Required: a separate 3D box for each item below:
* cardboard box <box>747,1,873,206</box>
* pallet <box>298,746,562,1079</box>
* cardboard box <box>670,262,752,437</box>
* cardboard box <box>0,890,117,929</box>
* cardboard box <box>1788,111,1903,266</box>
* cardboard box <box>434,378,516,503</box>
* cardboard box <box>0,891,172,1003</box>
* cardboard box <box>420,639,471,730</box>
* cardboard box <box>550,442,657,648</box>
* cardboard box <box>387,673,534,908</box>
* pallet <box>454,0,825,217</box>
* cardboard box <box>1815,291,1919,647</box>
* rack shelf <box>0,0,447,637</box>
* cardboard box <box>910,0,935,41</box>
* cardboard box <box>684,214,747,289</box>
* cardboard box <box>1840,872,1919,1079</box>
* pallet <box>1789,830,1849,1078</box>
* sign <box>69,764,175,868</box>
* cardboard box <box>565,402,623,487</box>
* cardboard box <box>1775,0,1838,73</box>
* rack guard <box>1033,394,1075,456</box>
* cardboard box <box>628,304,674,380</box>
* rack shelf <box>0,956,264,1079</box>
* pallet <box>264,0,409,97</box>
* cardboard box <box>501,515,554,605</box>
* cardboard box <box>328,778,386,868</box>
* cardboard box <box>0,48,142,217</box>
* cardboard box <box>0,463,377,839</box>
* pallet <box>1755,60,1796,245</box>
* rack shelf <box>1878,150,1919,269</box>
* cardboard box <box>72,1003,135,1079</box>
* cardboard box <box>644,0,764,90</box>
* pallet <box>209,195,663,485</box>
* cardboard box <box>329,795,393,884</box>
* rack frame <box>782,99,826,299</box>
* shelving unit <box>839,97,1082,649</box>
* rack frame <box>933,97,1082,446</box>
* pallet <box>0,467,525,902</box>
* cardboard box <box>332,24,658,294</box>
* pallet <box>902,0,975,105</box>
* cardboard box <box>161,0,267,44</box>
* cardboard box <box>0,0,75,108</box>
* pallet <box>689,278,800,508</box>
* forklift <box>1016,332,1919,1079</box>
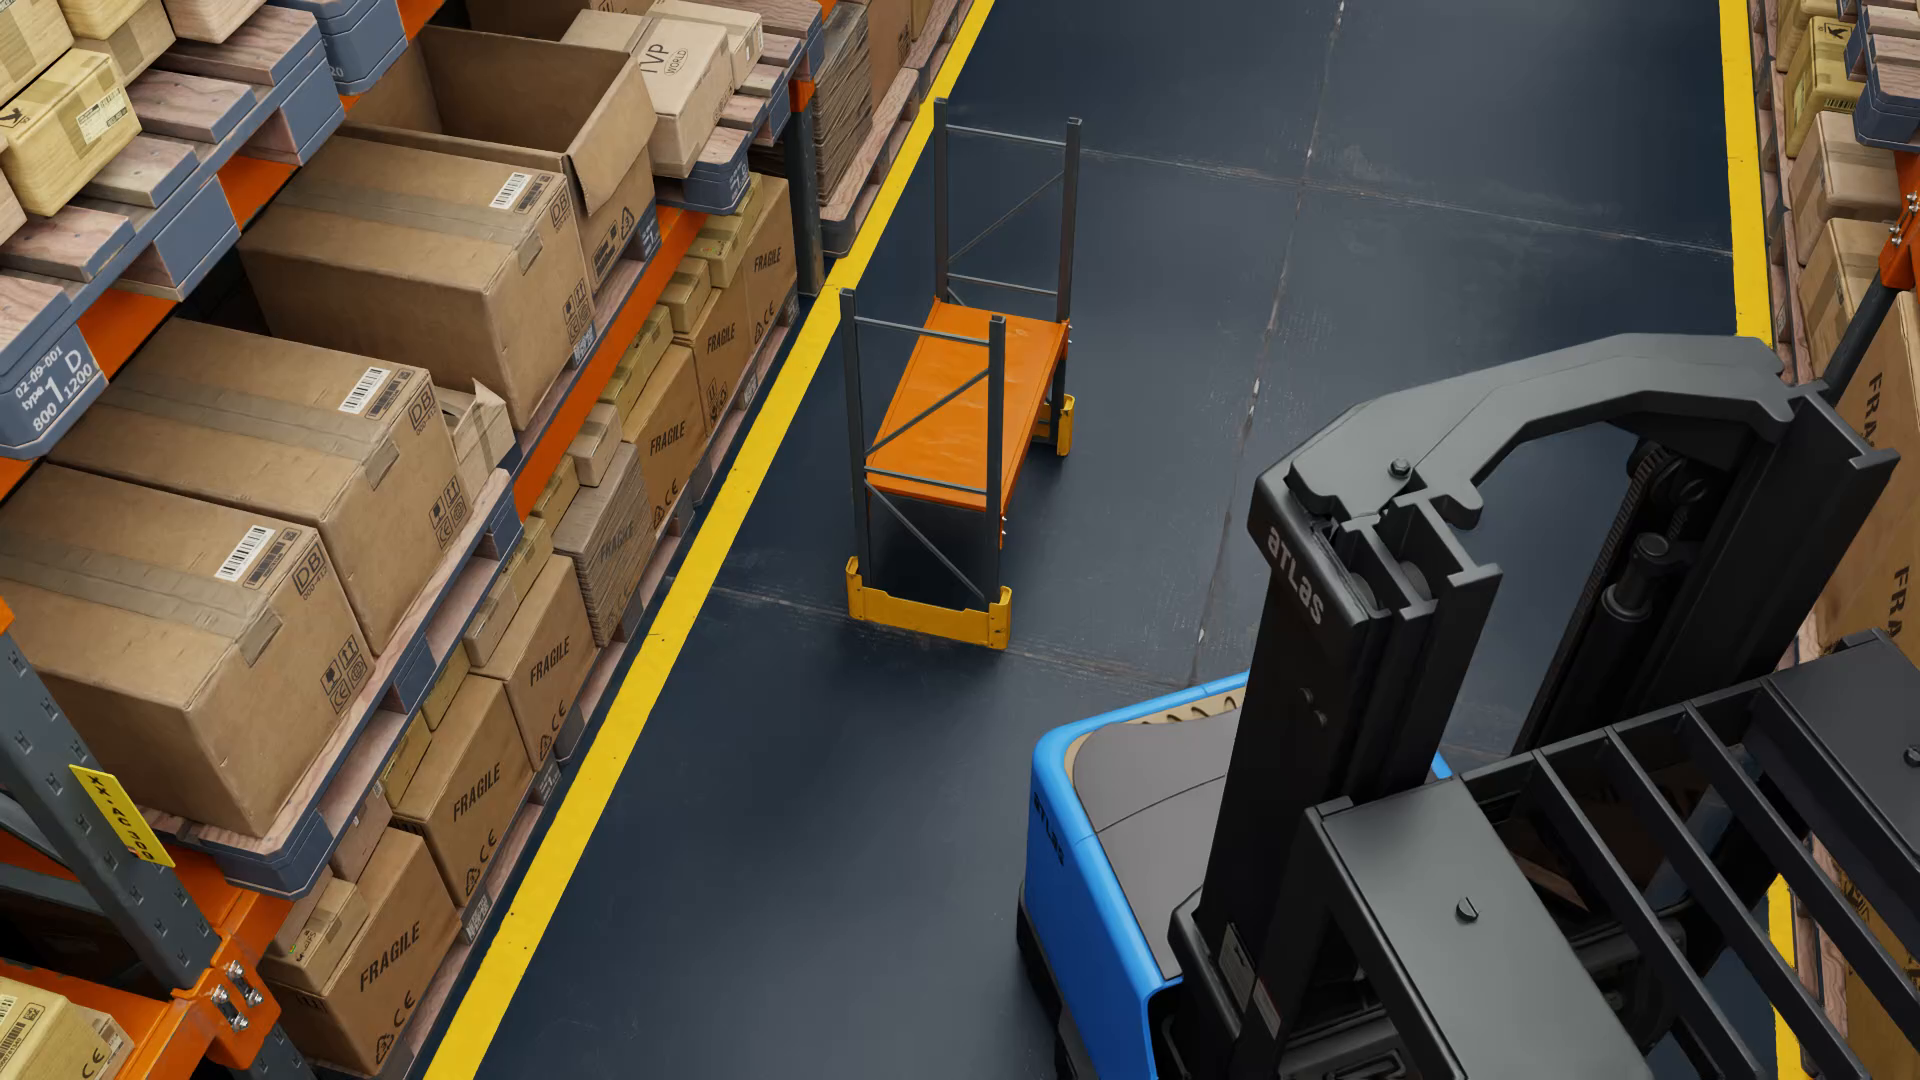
[{"bbox_3d":[-0.907,-1.976,7.297,0.875,0.625,0.625,13,50,11],"label":"cardboard box"},{"bbox_3d":[-1.959,1.046,5.186,1.003,0.211,1.213,12,50,10],"label":"pallet"},{"bbox_3d":[-1.130,-0.778,6.323,0.500,0.500,0.500,11,49,9],"label":"cardboard box"},{"bbox_3d":[-2.318,0.870,4.436,0.380,0.149,0.250,10,49,9],"label":"cardboard box"},{"bbox_3d":[4.050,-1.409,6.965,0.950,0.372,0.625,11,49,9],"label":"cardboard box"},{"bbox_3d":[-1.401,-0.305,4.328,0.396,0.266,0.258,14,50,12],"label":"cardboard box"},{"bbox_3d":[-2.293,0.994,4.759,0.500,0.500,0.500,11,50,10],"label":"cardboard box"},{"bbox_3d":[-1.672,0.381,4.867,0.380,0.149,0.250,11,49,9],"label":"cardboard box"},{"bbox_3d":[-1.384,-0.019,5.654,0.500,0.500,0.500,10,49,9],"label":"cardboard box"},{"bbox_3d":[-1.662,0.715,5.006,0.500,0.500,0.500,11,49,10],"label":"cardboard box"},{"bbox_3d":[-1.195,-1.607,5.795,1.213,0.211,1.003,12,50,10],"label":"pallet"},{"bbox_3d":[3.444,-0.150,5.519,0.875,0.875,0.875,11,50,10],"label":"cardboard box"},{"bbox_3d":[-1.611,-1.482,4.037,1.077,0.370,4.000,12,50,10],"label":"rack shelf"},{"bbox_3d":[-0.565,-2.937,8.145,0.875,0.625,0.625,10,49,8],"label":"cardboard box"},{"bbox_3d":[-1.012,-1.090,6.166,0.380,0.149,0.250,9,49,8],"label":"cardboard box"},{"bbox_3d":[2.969,1.141,4.379,0.875,0.875,0.875,13,50,11],"label":"cardboard box"},{"bbox_3d":[3.102,1.160,5.085,1.003,0.211,1.213,12,50,10],"label":"pallet"},{"bbox_3d":[-1.611,0.534,3.200,0.100,0.325,0.005,12,50,10],"label":"sign"},{"bbox_3d":[-1.346,-0.340,5.504,0.380,0.149,0.250,9,49,8],"label":"cardboard box"},{"bbox_3d":[4.437,-2.459,7.893,0.950,0.372,0.625,14,50,12],"label":"cardboard box"},{"bbox_3d":[0.151,-0.498,6.523,0.587,0.250,0.087,12,50,10],"label":"rack guard"},{"bbox_3d":[-1.237,-0.726,5.845,0.380,0.149,0.250,13,50,11],"label":"cardboard box"},{"bbox_3d":[-2.663,2.404,2.608,1.077,0.370,4.000,12,50,10],"label":"rack shelf"},{"bbox_3d":[-1.628,-1.420,3.627,1.213,0.211,1.003,12,50,10],"label":"pallet"},{"bbox_3d":[-1.503,0.029,5.178,0.380,0.149,0.250,13,50,11],"label":"cardboard box"},{"bbox_3d":[-1.764,0.690,4.397,0.380,0.149,0.250,9,49,8],"label":"cardboard box"},{"bbox_3d":[-1.573,-0.680,2.670,0.380,0.149,0.250,12,50,10],"label":"cardboard box"},{"bbox_3d":[-1.794,0.241,3.690,0.700,0.500,0.500,13,50,11],"label":"cardboard box"},{"bbox_3d":[4.236,-1.719,7.627,1.003,0.211,1.213,12,50,10],"label":"pallet"},{"bbox_3d":[4.232,-2.406,6.853,1.077,0.370,4.000,12,50,10],"label":"rack shelf"},{"bbox_3d":[-1.977,1.083,3.461,0.380,0.149,0.250,12,50,11],"label":"cardboard box"},{"bbox_3d":[-0.887,-1.679,5.619,0.380,0.149,0.250,12,50,11],"label":"cardboard box"},{"bbox_3d":[-1.592,-0.703,4.998,1.003,0.211,1.213,12,50,10],"label":"pallet"},{"bbox_3d":[-1.788,0.770,4.524,0.380,0.149,0.250,10,49,9],"label":"cardboard box"},{"bbox_3d":[-1.084,-2.174,6.168,1.000,3.000,0.127,12,50,10],"label":"rack frame"},{"bbox_3d":[0.020,-0.551,5.736,0.587,1.500,1.083,12,50,10],"label":"shelving unit"},{"bbox_3d":[0.156,-0.926,6.067,0.500,1.500,0.032,12,50,10],"label":"rack frame"},{"bbox_3d":[-1.821,0.226,4.178,1.003,0.211,1.213,12,50,10],"label":"pallet"},{"bbox_3d":[-1.335,-1.130,4.898,0.797,0.503,0.637,11,49,9],"label":"cardboard box"},{"bbox_3d":[-0.507,-2.719,8.509,1.003,0.211,1.213,12,50,10],"label":"pallet"},{"bbox_3d":[-1.452,-1.049,2.995,0.380,0.149,0.250,12,50,11],"label":"cardboard box"},{"bbox_3d":[-1.634,-0.797,2.575,0.380,0.149,0.250,12,50,11],"label":"cardboard box"},{"bbox_3d":[-1.317,-0.719,6.744,1.003,0.211,1.213,12,50,10],"label":"pallet"},{"bbox_3d":[1.143,1.175,3.258,1.130,2.935,3.031,-15,50,-13],"label":"forklift"}]
